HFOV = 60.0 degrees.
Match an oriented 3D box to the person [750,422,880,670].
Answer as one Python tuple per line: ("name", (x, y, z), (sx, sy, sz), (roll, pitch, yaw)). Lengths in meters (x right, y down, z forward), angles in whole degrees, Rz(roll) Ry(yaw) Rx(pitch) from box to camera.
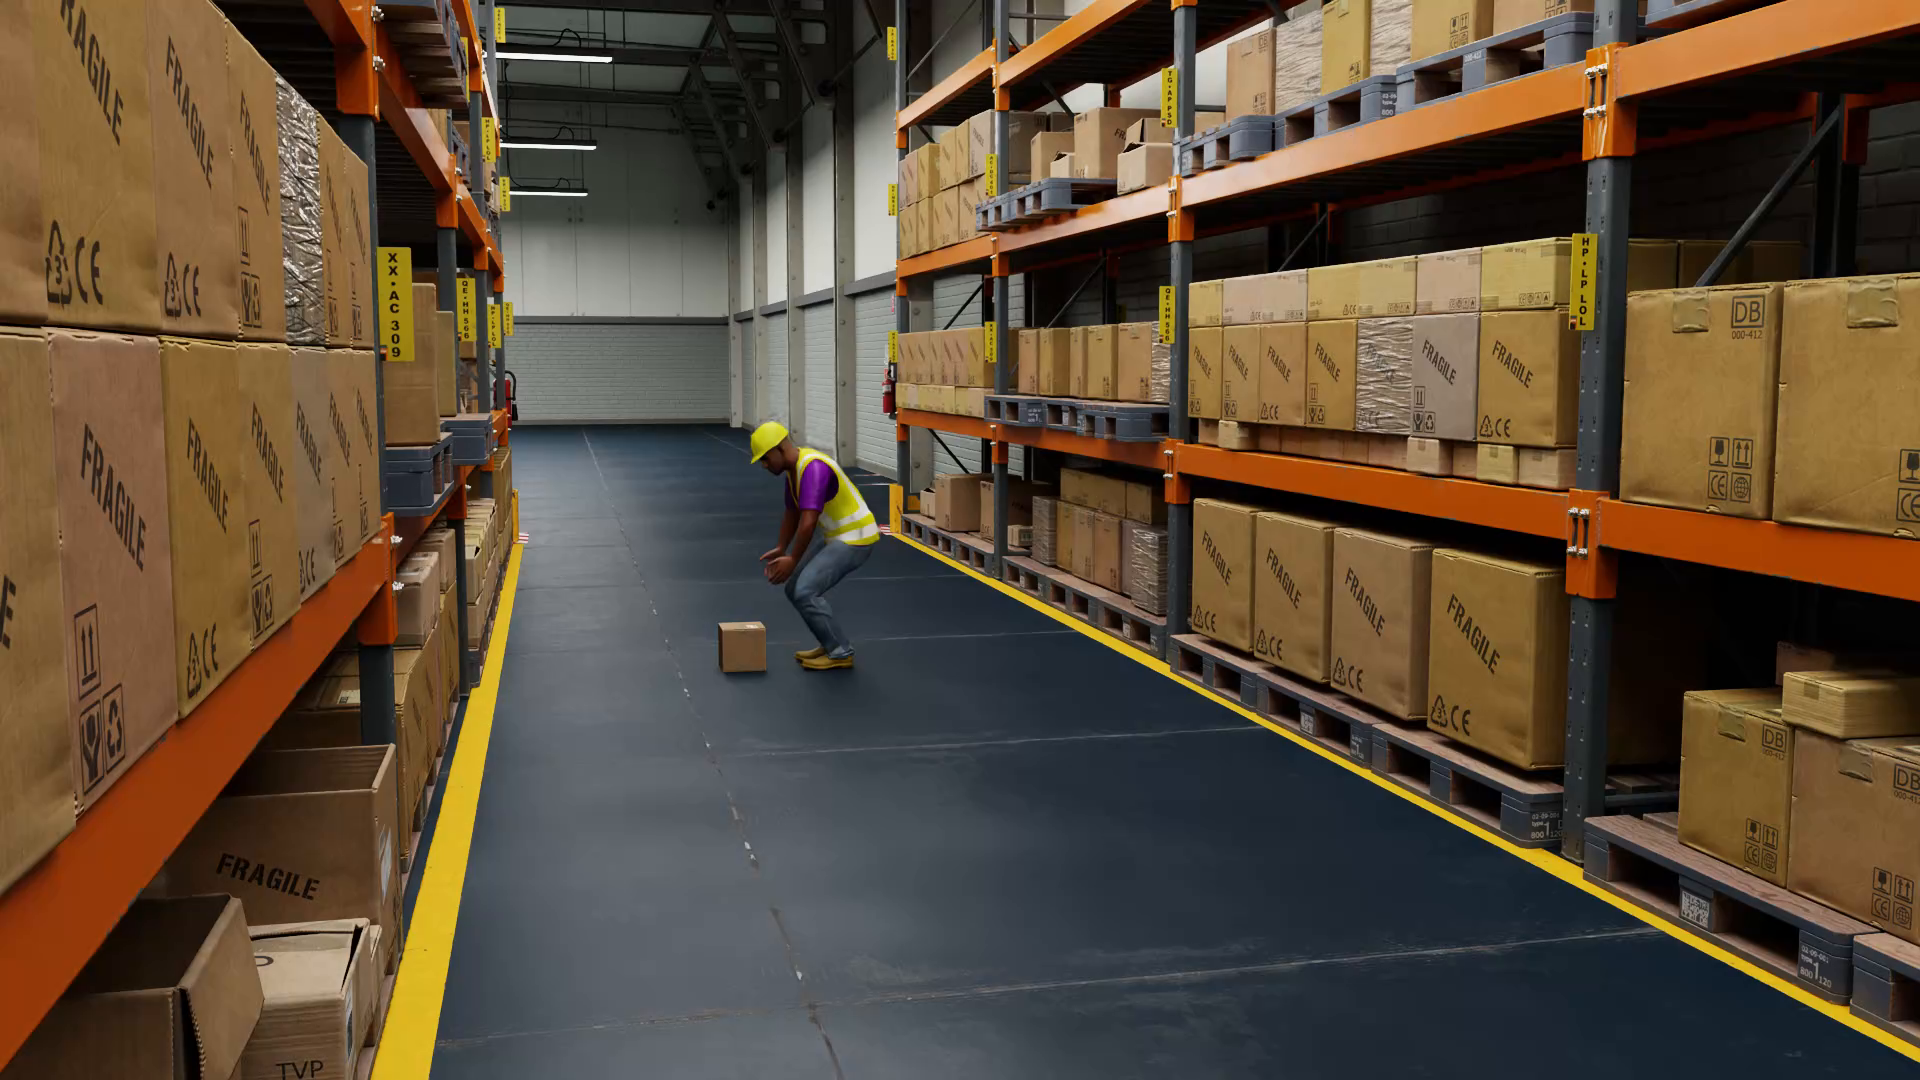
("person", (-0.842, 0.030, 9.667), (0.747, 1.428, 0.631), (-1, 6, -14))
